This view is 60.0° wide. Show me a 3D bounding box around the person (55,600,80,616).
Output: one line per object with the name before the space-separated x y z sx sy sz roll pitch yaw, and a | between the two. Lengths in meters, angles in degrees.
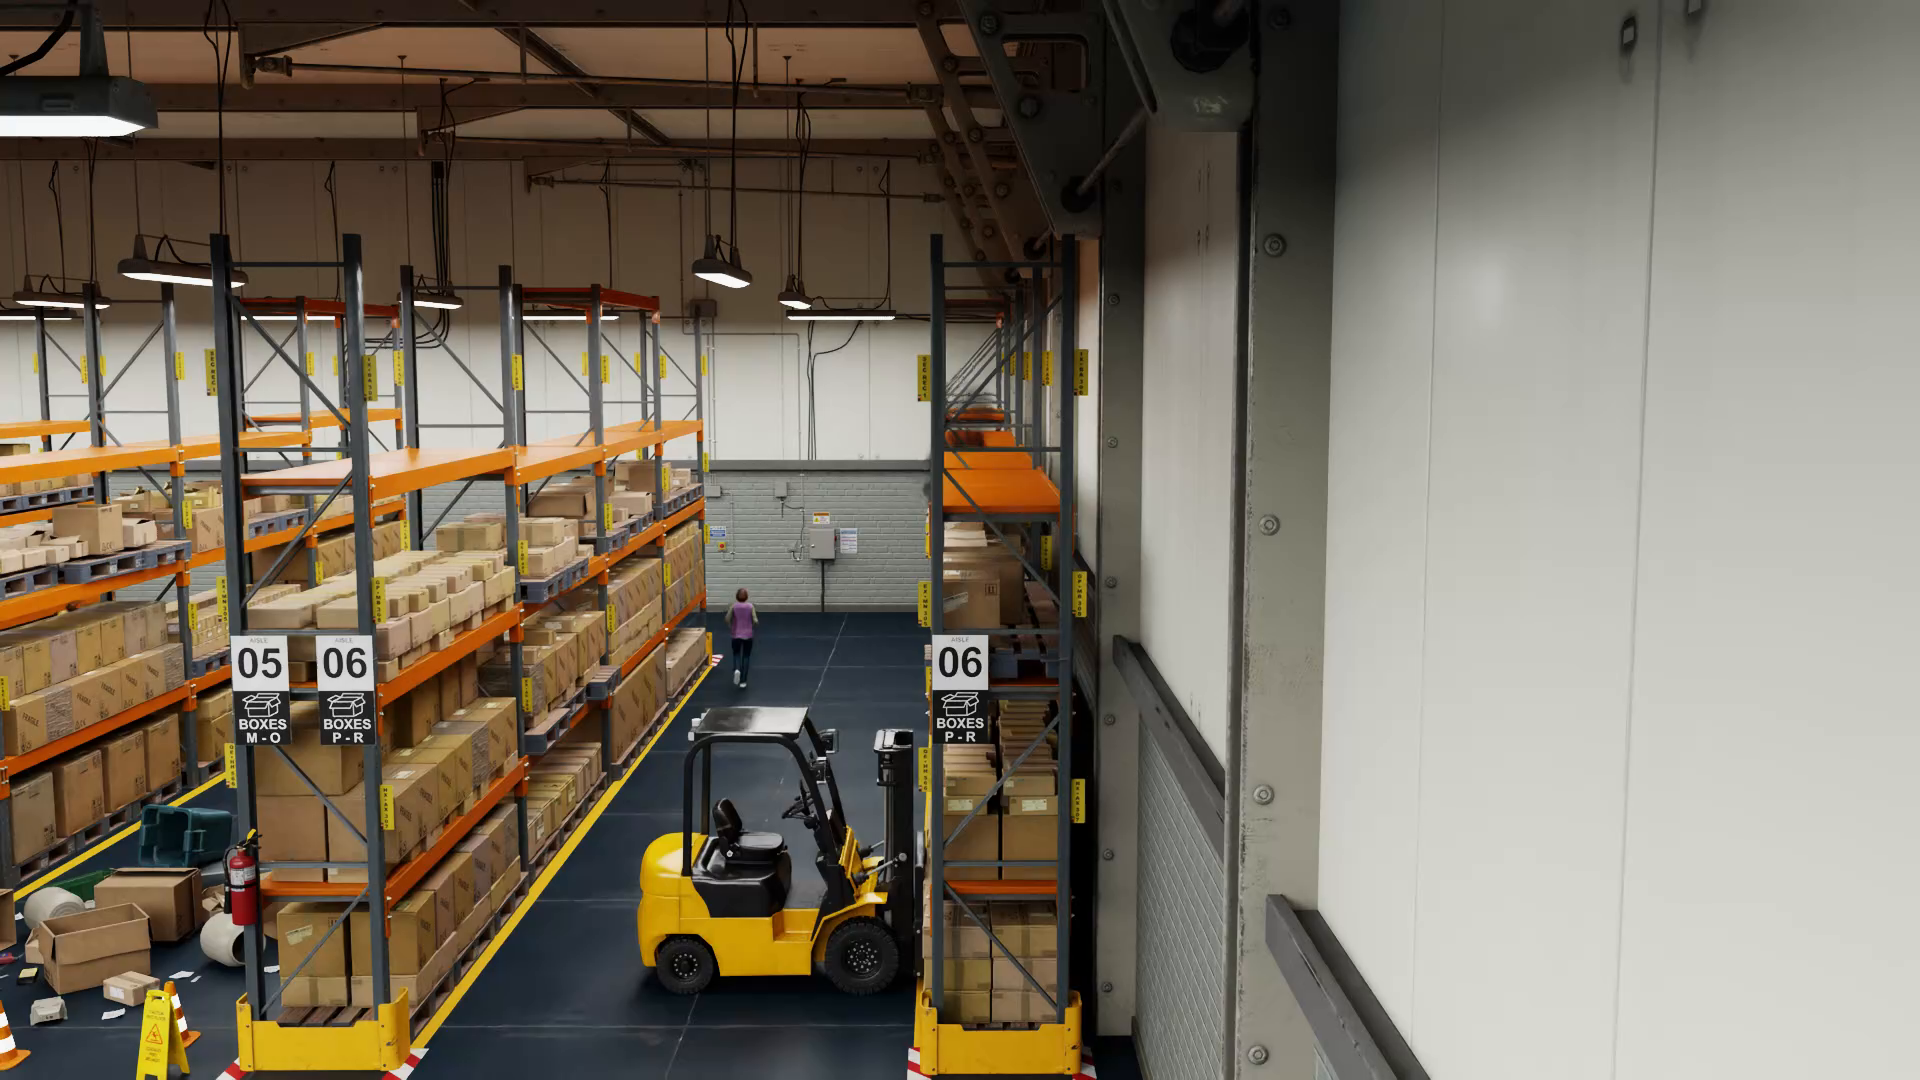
person | -12.783 1.650 23.964 0.669 1.823 0.749 -1 6 -13

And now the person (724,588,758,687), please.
person | -3.419 1.511 26.056 0.526 1.556 0.536 -1 6 -5
